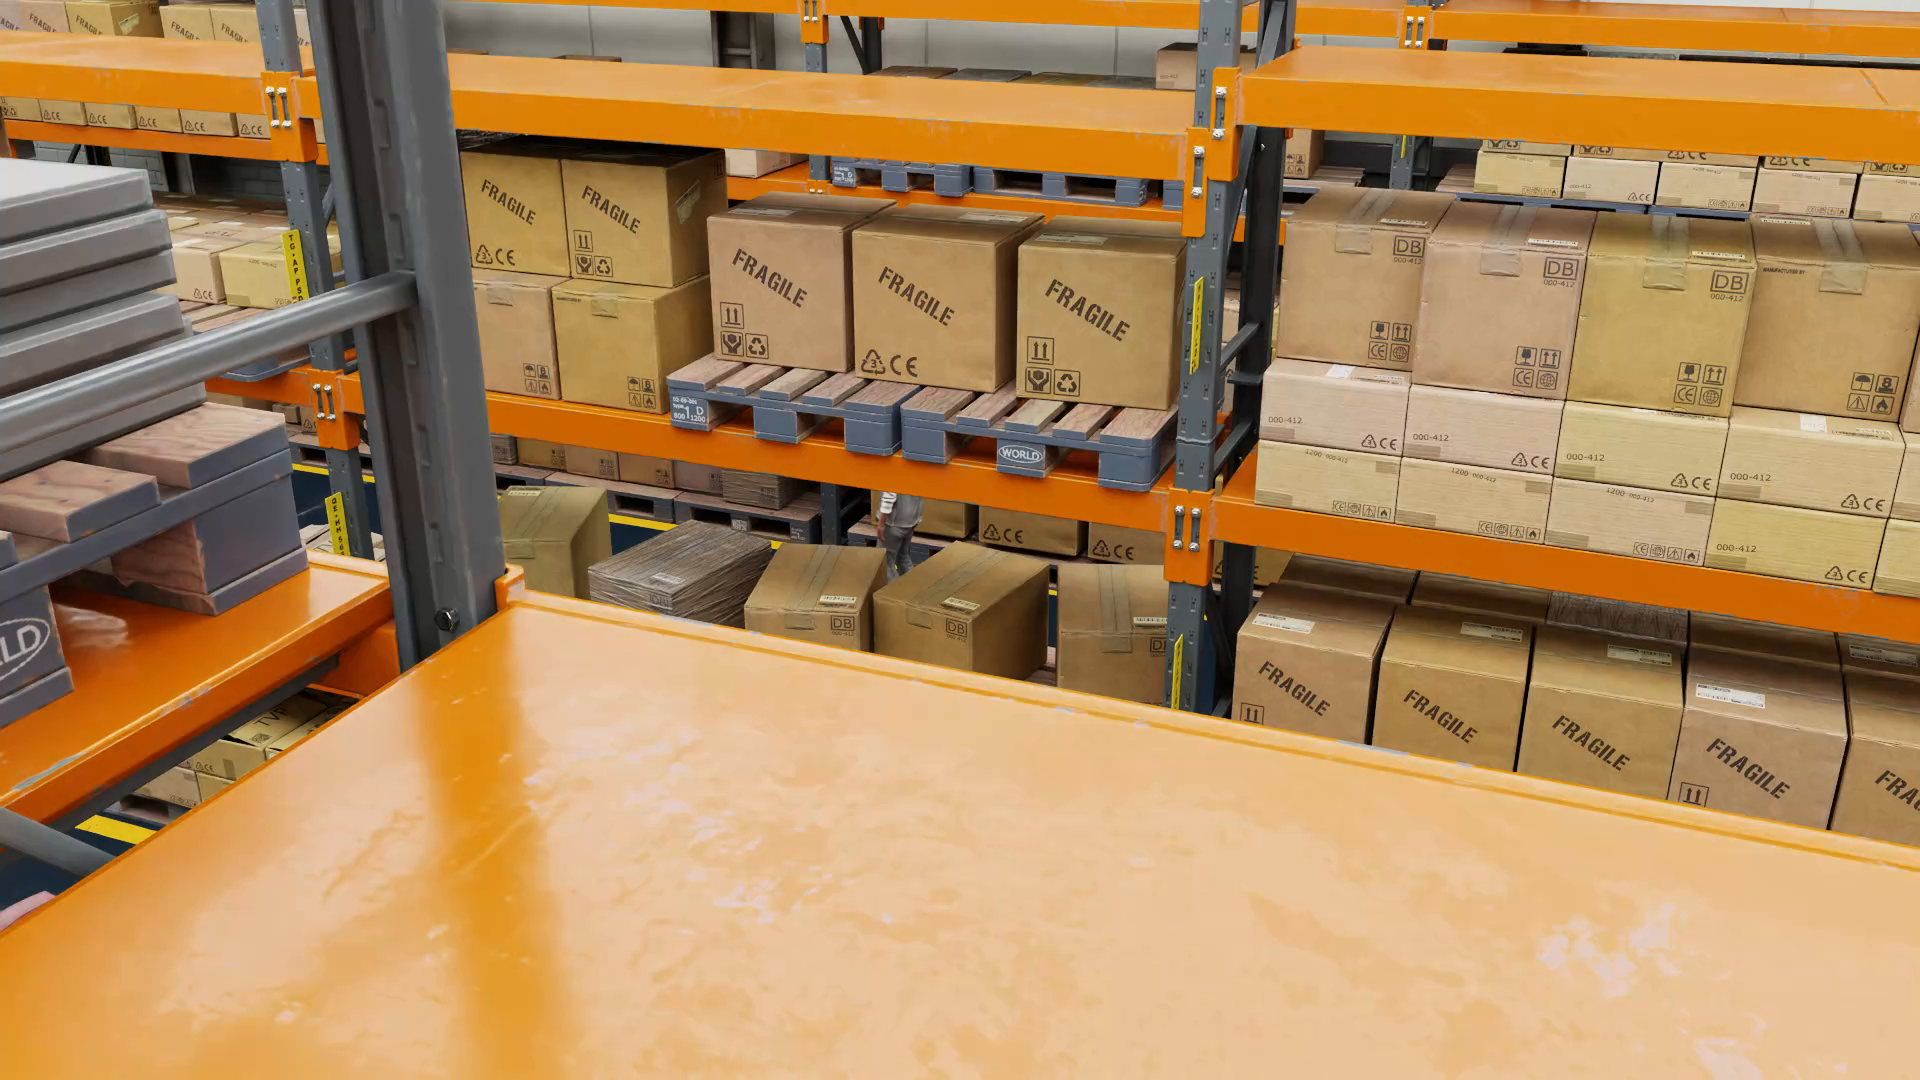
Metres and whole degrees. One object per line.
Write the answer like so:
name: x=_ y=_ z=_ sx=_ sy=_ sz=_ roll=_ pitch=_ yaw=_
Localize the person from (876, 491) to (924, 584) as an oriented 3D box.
person: x=-0.444 y=-0.152 z=11.268 sx=0.372 sy=1.593 sz=0.459 roll=9 pitch=24 yaw=20
